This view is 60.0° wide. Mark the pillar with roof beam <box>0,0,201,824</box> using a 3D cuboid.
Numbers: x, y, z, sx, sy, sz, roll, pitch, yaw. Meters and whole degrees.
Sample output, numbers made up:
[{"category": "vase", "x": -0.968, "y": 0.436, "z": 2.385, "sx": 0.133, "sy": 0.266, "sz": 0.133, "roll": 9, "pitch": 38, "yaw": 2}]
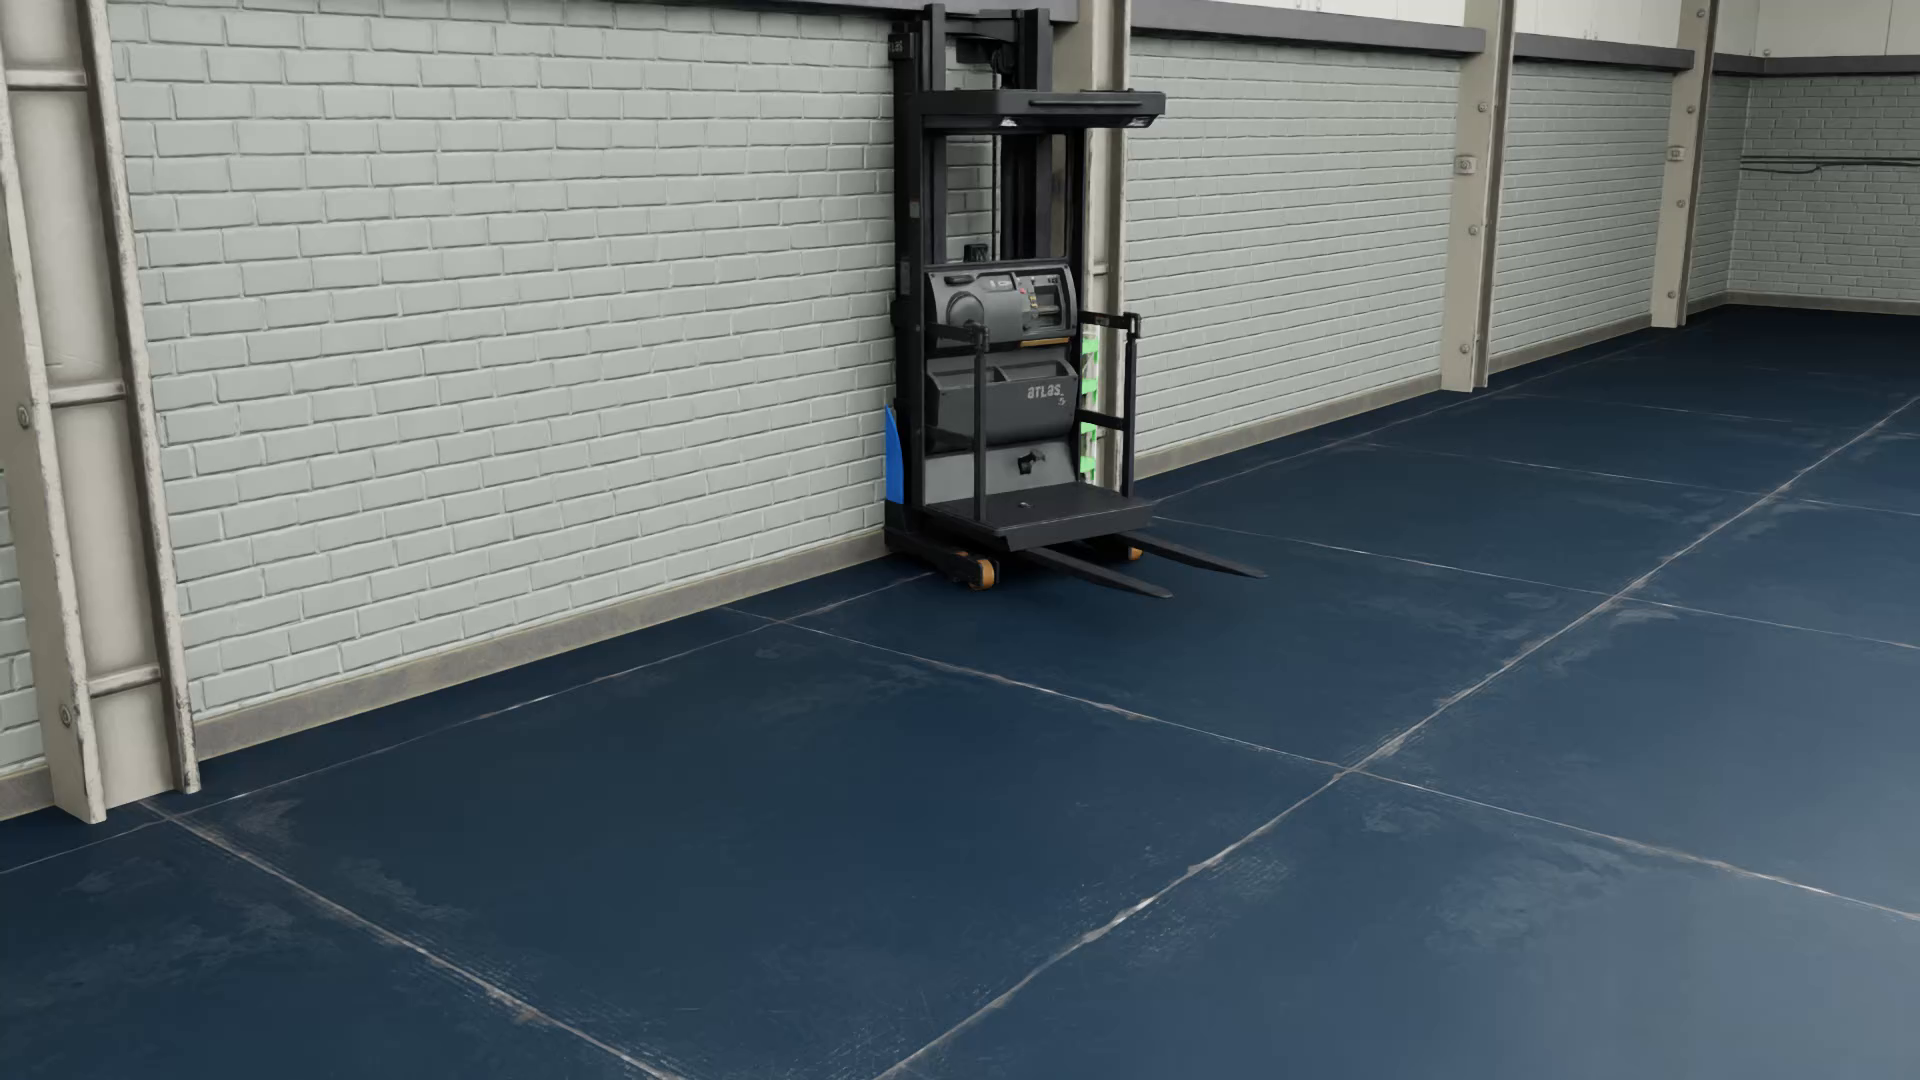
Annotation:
[{"category": "pillar with roof beam", "x": 0.348, "y": -2.773, "z": 2.261, "sx": 9.100, "sy": 9.000, "sz": 0.400, "roll": 11, "pitch": 18, "yaw": 38}]

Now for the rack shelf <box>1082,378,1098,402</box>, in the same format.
[{"category": "rack shelf", "x": 0.594, "y": -0.872, "z": 9.897, "sx": 0.258, "sy": 0.148, "sz": 0.480, "roll": 10, "pitch": 17, "yaw": 32}]

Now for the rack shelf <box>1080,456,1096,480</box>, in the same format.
[{"category": "rack shelf", "x": 0.590, "y": -0.407, "z": 10.016, "sx": 0.258, "sy": 0.148, "sz": 0.480, "roll": 10, "pitch": 17, "yaw": 32}]

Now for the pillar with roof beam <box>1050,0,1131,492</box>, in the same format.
[{"category": "pillar with roof beam", "x": 4.119, "y": -3.922, "z": 6.784, "sx": 9.100, "sy": 9.000, "sz": 0.400, "roll": 11, "pitch": 18, "yaw": 38}]

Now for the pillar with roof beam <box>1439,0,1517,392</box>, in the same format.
[{"category": "pillar with roof beam", "x": 7.890, "y": -5.071, "z": 11.307, "sx": 9.100, "sy": 9.000, "sz": 0.400, "roll": 11, "pitch": 18, "yaw": 38}]

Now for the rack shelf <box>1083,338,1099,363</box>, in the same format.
[{"category": "rack shelf", "x": 0.596, "y": -1.105, "z": 9.837, "sx": 0.258, "sy": 0.148, "sz": 0.480, "roll": 10, "pitch": 17, "yaw": 32}]

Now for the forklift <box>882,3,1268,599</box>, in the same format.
[{"category": "forklift", "x": 0.357, "y": -1.293, "z": 8.760, "sx": 1.130, "sy": 2.935, "sz": 3.031, "roll": -10, "pitch": 17, "yaw": -33}]

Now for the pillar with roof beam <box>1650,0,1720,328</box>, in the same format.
[{"category": "pillar with roof beam", "x": 11.661, "y": -6.220, "z": 15.831, "sx": 9.100, "sy": 9.000, "sz": 0.400, "roll": 11, "pitch": 18, "yaw": 38}]

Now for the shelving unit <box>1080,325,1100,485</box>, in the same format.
[{"category": "shelving unit", "x": 0.592, "y": -0.702, "z": 9.940, "sx": 0.258, "sy": 1.200, "sz": 0.503, "roll": 10, "pitch": 17, "yaw": 32}]

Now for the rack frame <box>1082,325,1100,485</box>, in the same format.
[{"category": "rack frame", "x": 0.726, "y": -0.751, "z": 10.139, "sx": 0.240, "sy": 1.200, "sz": 0.015, "roll": 10, "pitch": 17, "yaw": 32}]

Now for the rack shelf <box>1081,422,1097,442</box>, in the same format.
[{"category": "rack shelf", "x": 0.592, "y": -0.640, "z": 9.956, "sx": 0.258, "sy": 0.148, "sz": 0.480, "roll": 10, "pitch": 17, "yaw": 32}]

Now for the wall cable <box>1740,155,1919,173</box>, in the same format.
[{"category": "wall cable", "x": 11.193, "y": -5.741, "z": 20.251, "sx": 3.097, "sy": 2.526, "sz": 0.112, "roll": 11, "pitch": 18, "yaw": 38}]
